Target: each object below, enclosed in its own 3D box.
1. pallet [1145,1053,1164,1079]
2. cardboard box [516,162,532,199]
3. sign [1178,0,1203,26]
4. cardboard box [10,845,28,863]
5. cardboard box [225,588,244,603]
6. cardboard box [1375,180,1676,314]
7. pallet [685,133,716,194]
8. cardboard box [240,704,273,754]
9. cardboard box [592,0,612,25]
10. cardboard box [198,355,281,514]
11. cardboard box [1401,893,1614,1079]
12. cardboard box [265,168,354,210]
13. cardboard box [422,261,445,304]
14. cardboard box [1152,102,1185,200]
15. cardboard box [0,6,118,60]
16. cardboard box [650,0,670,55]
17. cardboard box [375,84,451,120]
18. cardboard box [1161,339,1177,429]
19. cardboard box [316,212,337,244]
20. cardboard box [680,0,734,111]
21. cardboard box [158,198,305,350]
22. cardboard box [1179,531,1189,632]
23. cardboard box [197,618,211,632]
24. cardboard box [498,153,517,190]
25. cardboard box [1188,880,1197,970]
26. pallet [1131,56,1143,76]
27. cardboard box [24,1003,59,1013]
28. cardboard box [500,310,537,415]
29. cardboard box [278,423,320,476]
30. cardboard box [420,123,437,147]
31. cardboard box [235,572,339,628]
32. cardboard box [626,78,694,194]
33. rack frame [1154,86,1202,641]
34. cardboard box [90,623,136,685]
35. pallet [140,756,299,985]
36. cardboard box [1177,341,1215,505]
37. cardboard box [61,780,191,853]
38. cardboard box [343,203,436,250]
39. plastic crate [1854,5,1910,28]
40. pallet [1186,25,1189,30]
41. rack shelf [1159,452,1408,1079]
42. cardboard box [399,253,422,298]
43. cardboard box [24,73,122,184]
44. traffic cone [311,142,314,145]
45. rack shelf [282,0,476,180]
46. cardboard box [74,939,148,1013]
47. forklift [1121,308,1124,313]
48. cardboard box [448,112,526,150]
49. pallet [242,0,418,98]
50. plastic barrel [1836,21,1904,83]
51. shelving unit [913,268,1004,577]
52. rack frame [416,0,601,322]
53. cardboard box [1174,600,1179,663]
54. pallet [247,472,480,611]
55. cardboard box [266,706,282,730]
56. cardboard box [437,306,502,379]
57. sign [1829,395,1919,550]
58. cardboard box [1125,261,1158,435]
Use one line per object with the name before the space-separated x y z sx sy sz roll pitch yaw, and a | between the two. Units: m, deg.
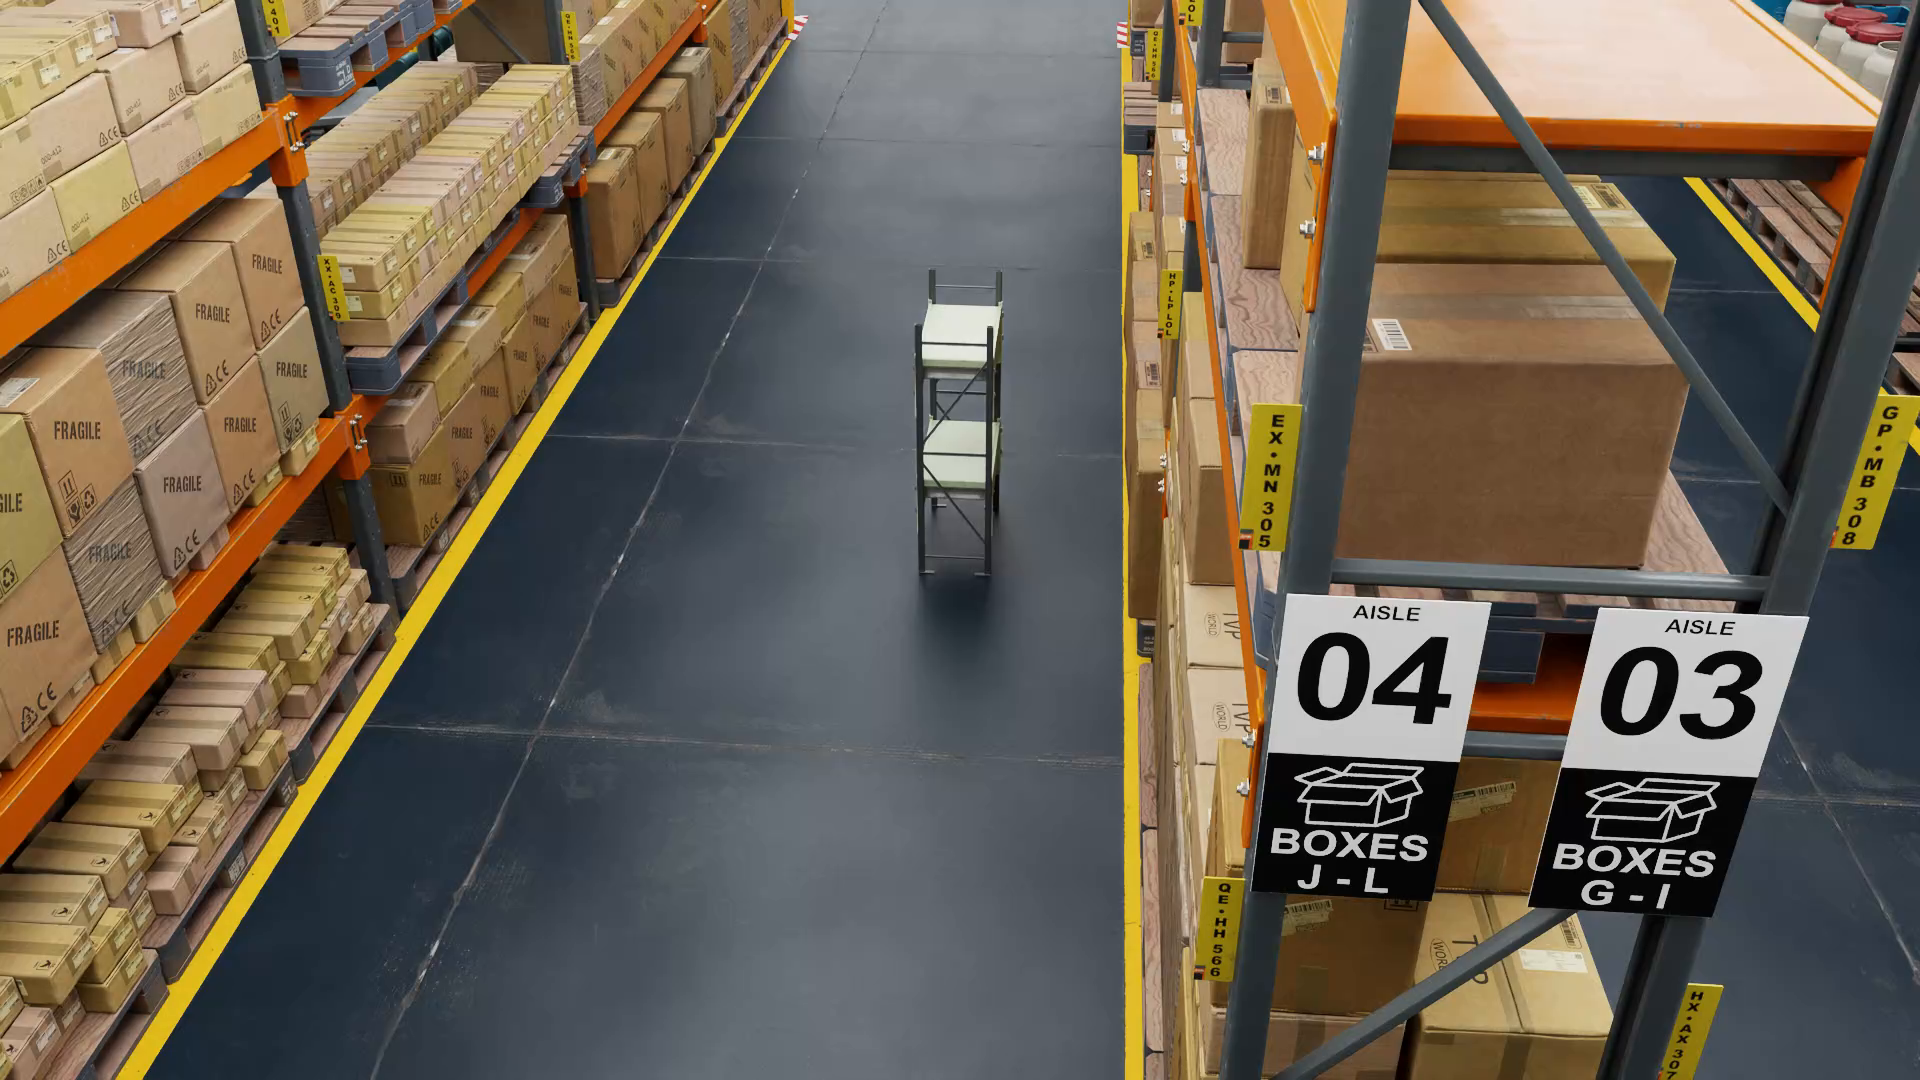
pallet | 1.132 2.298 5.600 1.003 0.211 1.213 2 32 4
cardboard box | -2.808 -2.174 10.039 0.380 0.149 0.250 1 32 2
sign | 0.929 -2.208 6.603 0.100 0.325 0.005 2 32 4
cardboard box | -3.923 1.211 6.739 0.380 0.149 0.250 4 32 6
cardboard box | -3.813 0.260 8.282 0.380 0.149 0.250 4 32 6
cardboard box | 1.299 -0.572 4.149 0.700 0.500 0.500 1 32 2
pallet | -2.801 -3.413 14.868 1.003 0.211 1.213 2 32 4
cardboard box | -3.307 0.807 7.396 0.380 0.149 0.250 3 32 5
cardboard box | -3.013 -4.151 12.358 0.700 0.500 0.500 2 32 3
cardboard box | -3.266 -0.457 7.033 0.500 0.500 0.500 2 32 3
cardboard box | 1.453 1.230 4.534 0.500 0.250 0.500 2 32 3
cardboard box | -3.538 -1.908 9.040 0.380 0.149 0.250 1 32 2
cardboard box | -2.934 -1.358 8.714 0.380 0.149 0.250 3 32 4
cardboard box | 1.485 -2.451 10.553 0.500 0.500 0.500 3 32 5
cardboard box | -3.346 -1.844 6.090 0.380 0.149 0.250 4 32 6
cardboard box | -2.672 -4.237 13.451 0.500 0.500 0.500 3 32 5
cardboard box | -3.414 -2.738 10.387 0.380 0.149 0.250 2 32 4
cardboard box | 1.236 -0.858 7.968 0.500 0.500 0.500 3 32 4
cardboard box | -3.568 -1.649 8.903 0.380 0.149 0.250 1 32 2
cardboard box | -2.693 -4.607 15.772 0.875 0.875 0.875 3 32 5
cardboard box | -3.234 -1.161 7.224 0.500 0.500 0.500 1 32 2
cardboard box | 1.089 0.144 6.298 0.500 0.250 0.500 3 32 5
cardboard box | -3.753 0.405 7.764 0.380 0.149 0.250 2 32 3
cardboard box | -2.829 -2.162 9.734 0.380 0.149 0.250 3 32 5
cardboard box | 0.887 1.171 5.010 0.380 0.149 0.250 3 32 4
pallet | 2.340 -5.184 17.741 1.003 0.211 1.213 2 32 4
cardboard box | -3.482 1.640 6.043 0.380 0.149 0.250 3 32 5
cardboard box | -3.005 -1.126 10.481 0.500 0.500 0.500 1 32 2
cardboard box | -3.167 -0.418 7.589 0.380 0.149 0.250 2 32 3
cardboard box | -3.437 -2.456 10.212 0.380 0.149 0.250 3 32 4
cardboard box | -3.216 0.290 7.950 0.380 0.149 0.250 3 32 5
cardboard box | -2.857 -3.395 13.925 1.050 0.750 0.750 2 32 4
rack frame | 1.470 -0.559 7.578 1.000 3.000 0.127 2 32 4
cardboard box | -3.361 0.401 6.259 0.380 0.149 0.250 4 32 6
pallet | -3.581 1.356 7.129 1.003 0.211 1.213 2 32 4
cardboard box | 1.129 -0.444 6.537 0.500 0.500 0.500 2 32 4
cardboard box | -3.322 1.101 6.635 0.380 0.149 0.250 3 32 5
cardboard box | -2.934 -1.615 8.564 0.380 0.149 0.250 3 32 4
plastic crate | 7.278 -3.934 13.070 0.392 0.384 0.575 2 32 4
pallet | 1.708 -2.923 8.736 1.003 0.211 1.213 4 32 6
rack shelf | 1.307 0.793 6.070 1.077 0.370 4.000 2 32 4
cardboard box | -2.955 -1.344 8.408 0.380 0.149 0.250 2 32 3
cardboard box | -3.341 -1.453 5.837 0.500 0.250 0.500 4 32 6
traffic cone | -5.488 -3.183 14.254 0.336 0.463 0.334 2 32 4
rack shelf | -3.302 -2.840 9.107 1.077 0.370 4.000 2 32 4
cardboard box | -3.346 1.643 6.322 0.380 0.149 0.250 3 32 5
forklift | 2.627 -2.451 10.714 3.031 2.935 1.130 16 35 24
cardboard box | -2.810 -2.431 9.888 0.380 0.149 0.250 2 32 4
pallet | -3.309 -2.339 7.787 1.213 0.211 1.003 2 32 4
plastic barrel | 6.667 -3.488 12.201 0.433 0.535 0.433 0 32 0
shelving unit | 0.001 -0.642 9.142 0.431 1.500 0.755 2 32 4
rack frame | -3.139 -2.915 11.402 1.000 3.000 0.127 2 32 4
cardboard box | 1.010 0.366 6.317 0.380 0.149 0.250 3 32 5
pallet | -3.403 -0.044 9.400 1.003 0.211 1.213 2 32 4
cardboard box | -3.362 0.836 7.631 0.380 0.149 0.250 2 32 3
cardboard box | -3.055 -1.178 9.850 0.500 0.250 0.500 4 32 6
sign | 1.697 -0.123 3.104 0.100 0.325 0.005 2 32 4
cardboard box | 1.639 -1.099 10.080 1.225 0.875 0.875 3 32 4
